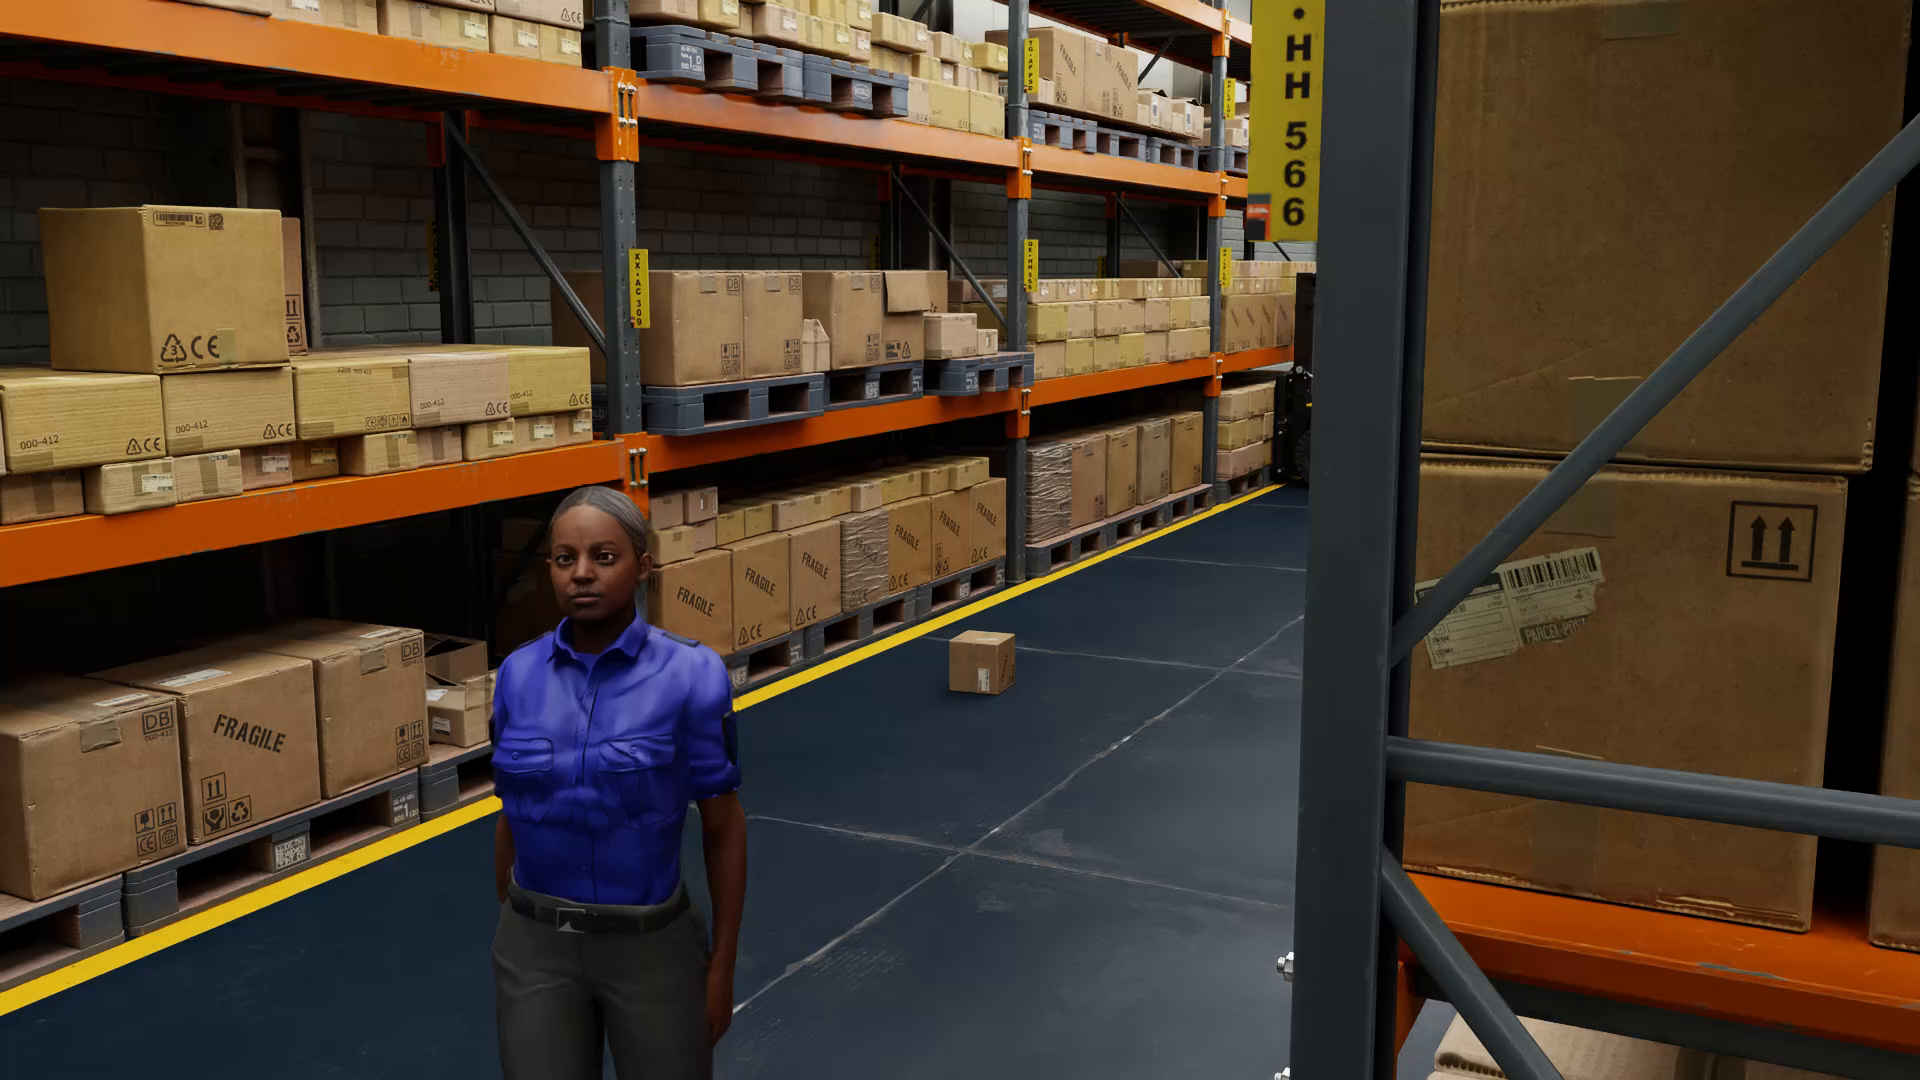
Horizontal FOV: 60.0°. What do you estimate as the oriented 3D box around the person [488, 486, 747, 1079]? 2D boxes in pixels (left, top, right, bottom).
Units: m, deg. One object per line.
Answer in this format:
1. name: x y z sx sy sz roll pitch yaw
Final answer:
1. person: -0.584 0.712 2.901 0.449 1.625 0.693 1 9 6
